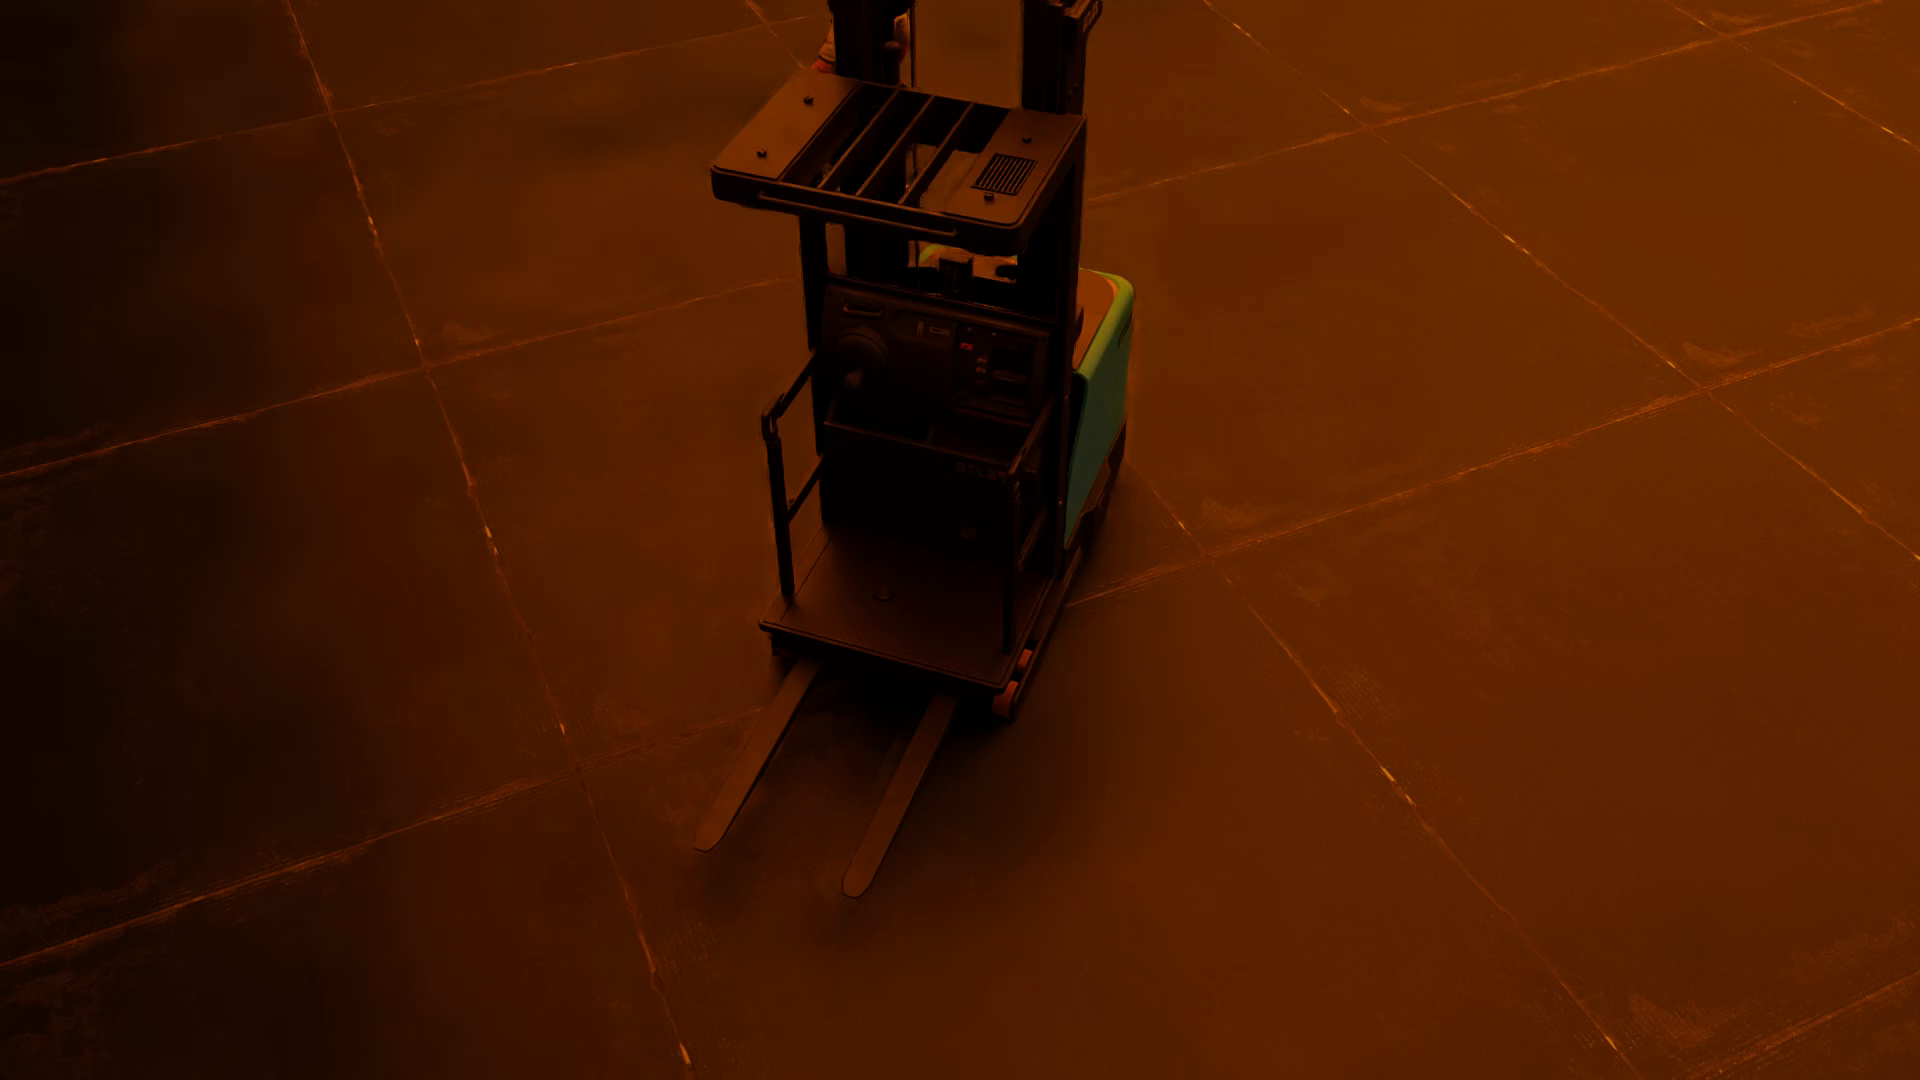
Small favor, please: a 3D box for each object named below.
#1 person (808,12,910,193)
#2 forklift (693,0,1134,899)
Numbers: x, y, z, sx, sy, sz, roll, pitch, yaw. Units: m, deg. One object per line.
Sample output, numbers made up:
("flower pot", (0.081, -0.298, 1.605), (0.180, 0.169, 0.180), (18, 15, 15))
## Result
("person", (-0.606, -2.471, 9.317), (0.796, 1.661, 0.465), (-29, 50, -27))
("forklift", (-0.176, -0.642, 6.368), (1.130, 2.935, 3.031), (14, 45, 14))
